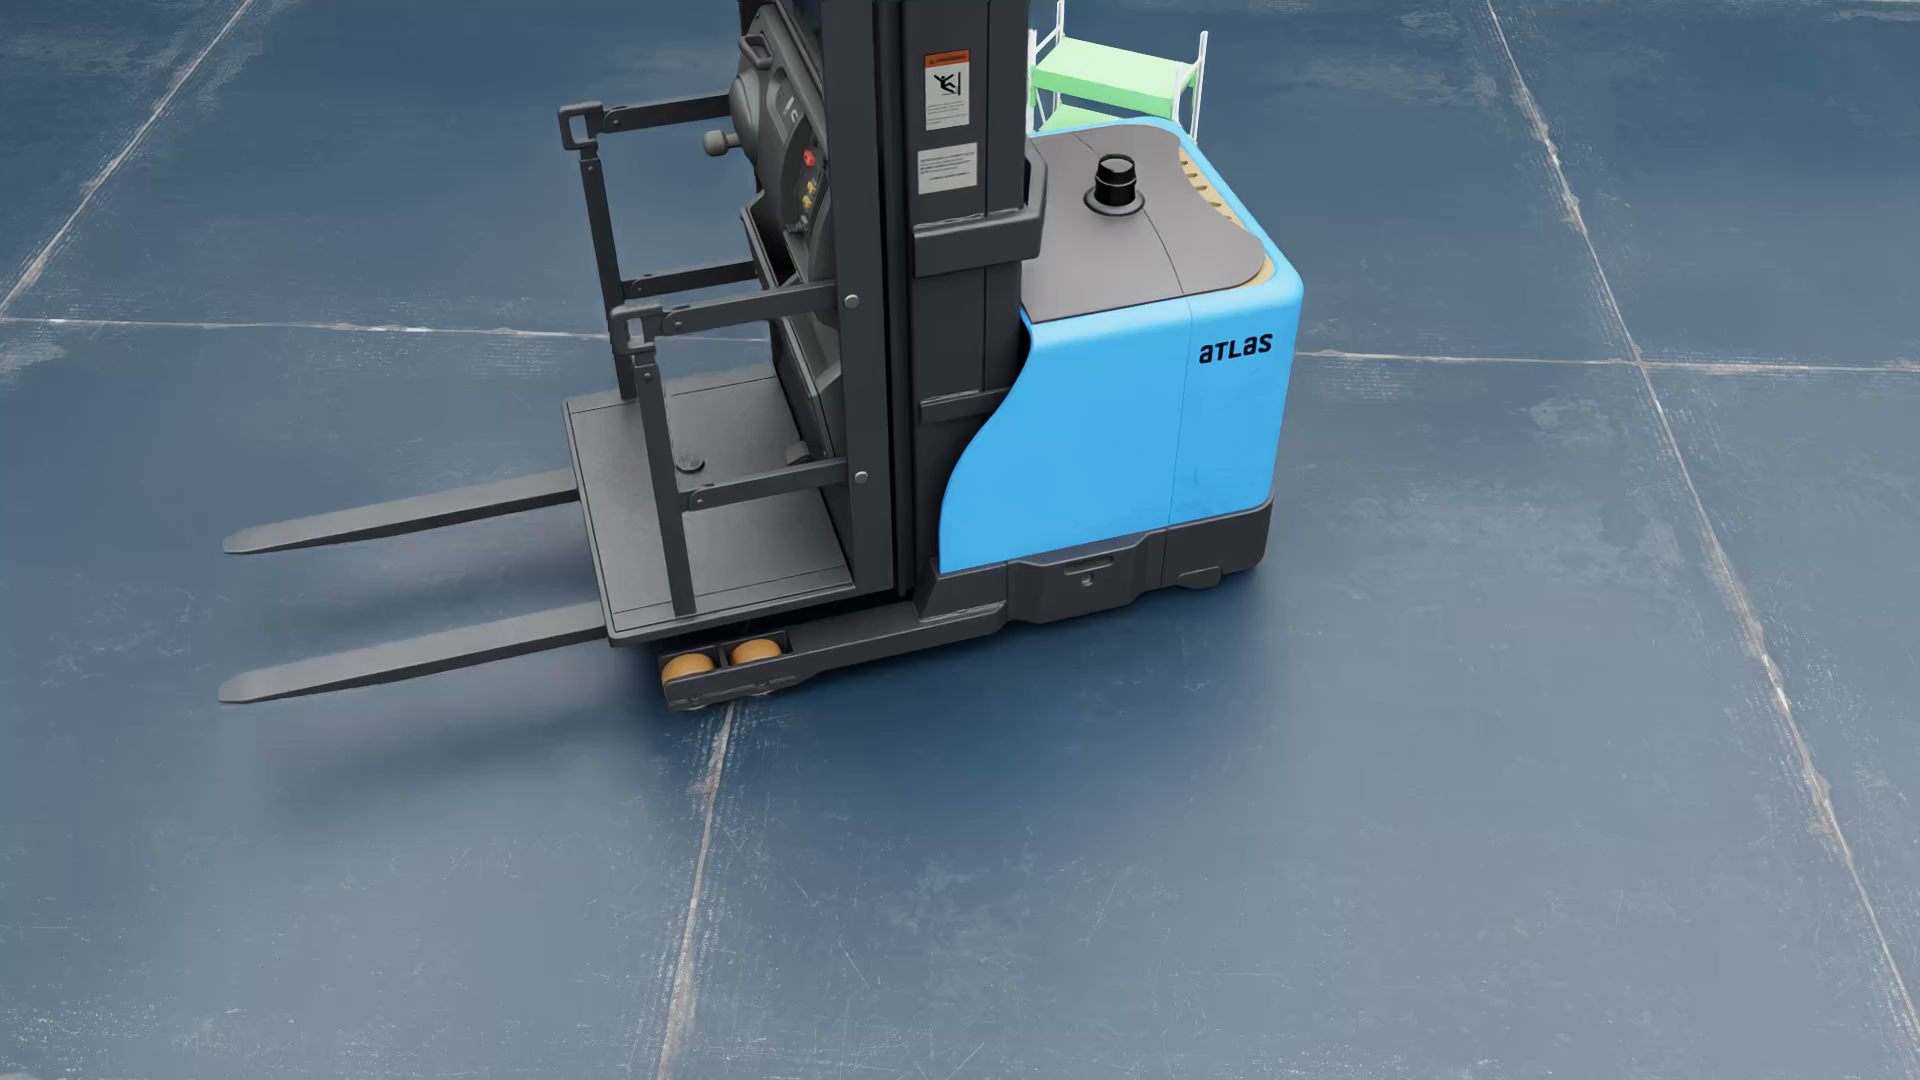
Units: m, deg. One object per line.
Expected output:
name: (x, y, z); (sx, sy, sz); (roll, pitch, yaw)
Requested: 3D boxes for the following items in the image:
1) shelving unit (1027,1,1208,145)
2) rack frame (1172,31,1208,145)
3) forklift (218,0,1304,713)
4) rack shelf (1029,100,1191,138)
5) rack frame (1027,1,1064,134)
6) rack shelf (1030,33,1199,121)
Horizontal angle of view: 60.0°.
shelving unit: (0.495, -1.149, 5.603); (0.503, 1.200, 0.258); (18, 46, 19)
rack frame: (0.715, -1.076, 5.525); (0.015, 1.200, 0.240); (18, 46, 19)
forklift: (-0.637, -0.992, 4.165); (3.031, 2.935, 1.130); (-12, 44, -12)
rack shelf: (0.495, -1.278, 5.483); (0.480, 0.148, 0.258); (18, 46, 19)
rack frame: (0.276, -1.222, 5.681); (0.015, 1.200, 0.240); (18, 46, 19)
rack shelf: (0.495, -1.453, 5.319); (0.480, 0.148, 0.258); (18, 46, 19)
